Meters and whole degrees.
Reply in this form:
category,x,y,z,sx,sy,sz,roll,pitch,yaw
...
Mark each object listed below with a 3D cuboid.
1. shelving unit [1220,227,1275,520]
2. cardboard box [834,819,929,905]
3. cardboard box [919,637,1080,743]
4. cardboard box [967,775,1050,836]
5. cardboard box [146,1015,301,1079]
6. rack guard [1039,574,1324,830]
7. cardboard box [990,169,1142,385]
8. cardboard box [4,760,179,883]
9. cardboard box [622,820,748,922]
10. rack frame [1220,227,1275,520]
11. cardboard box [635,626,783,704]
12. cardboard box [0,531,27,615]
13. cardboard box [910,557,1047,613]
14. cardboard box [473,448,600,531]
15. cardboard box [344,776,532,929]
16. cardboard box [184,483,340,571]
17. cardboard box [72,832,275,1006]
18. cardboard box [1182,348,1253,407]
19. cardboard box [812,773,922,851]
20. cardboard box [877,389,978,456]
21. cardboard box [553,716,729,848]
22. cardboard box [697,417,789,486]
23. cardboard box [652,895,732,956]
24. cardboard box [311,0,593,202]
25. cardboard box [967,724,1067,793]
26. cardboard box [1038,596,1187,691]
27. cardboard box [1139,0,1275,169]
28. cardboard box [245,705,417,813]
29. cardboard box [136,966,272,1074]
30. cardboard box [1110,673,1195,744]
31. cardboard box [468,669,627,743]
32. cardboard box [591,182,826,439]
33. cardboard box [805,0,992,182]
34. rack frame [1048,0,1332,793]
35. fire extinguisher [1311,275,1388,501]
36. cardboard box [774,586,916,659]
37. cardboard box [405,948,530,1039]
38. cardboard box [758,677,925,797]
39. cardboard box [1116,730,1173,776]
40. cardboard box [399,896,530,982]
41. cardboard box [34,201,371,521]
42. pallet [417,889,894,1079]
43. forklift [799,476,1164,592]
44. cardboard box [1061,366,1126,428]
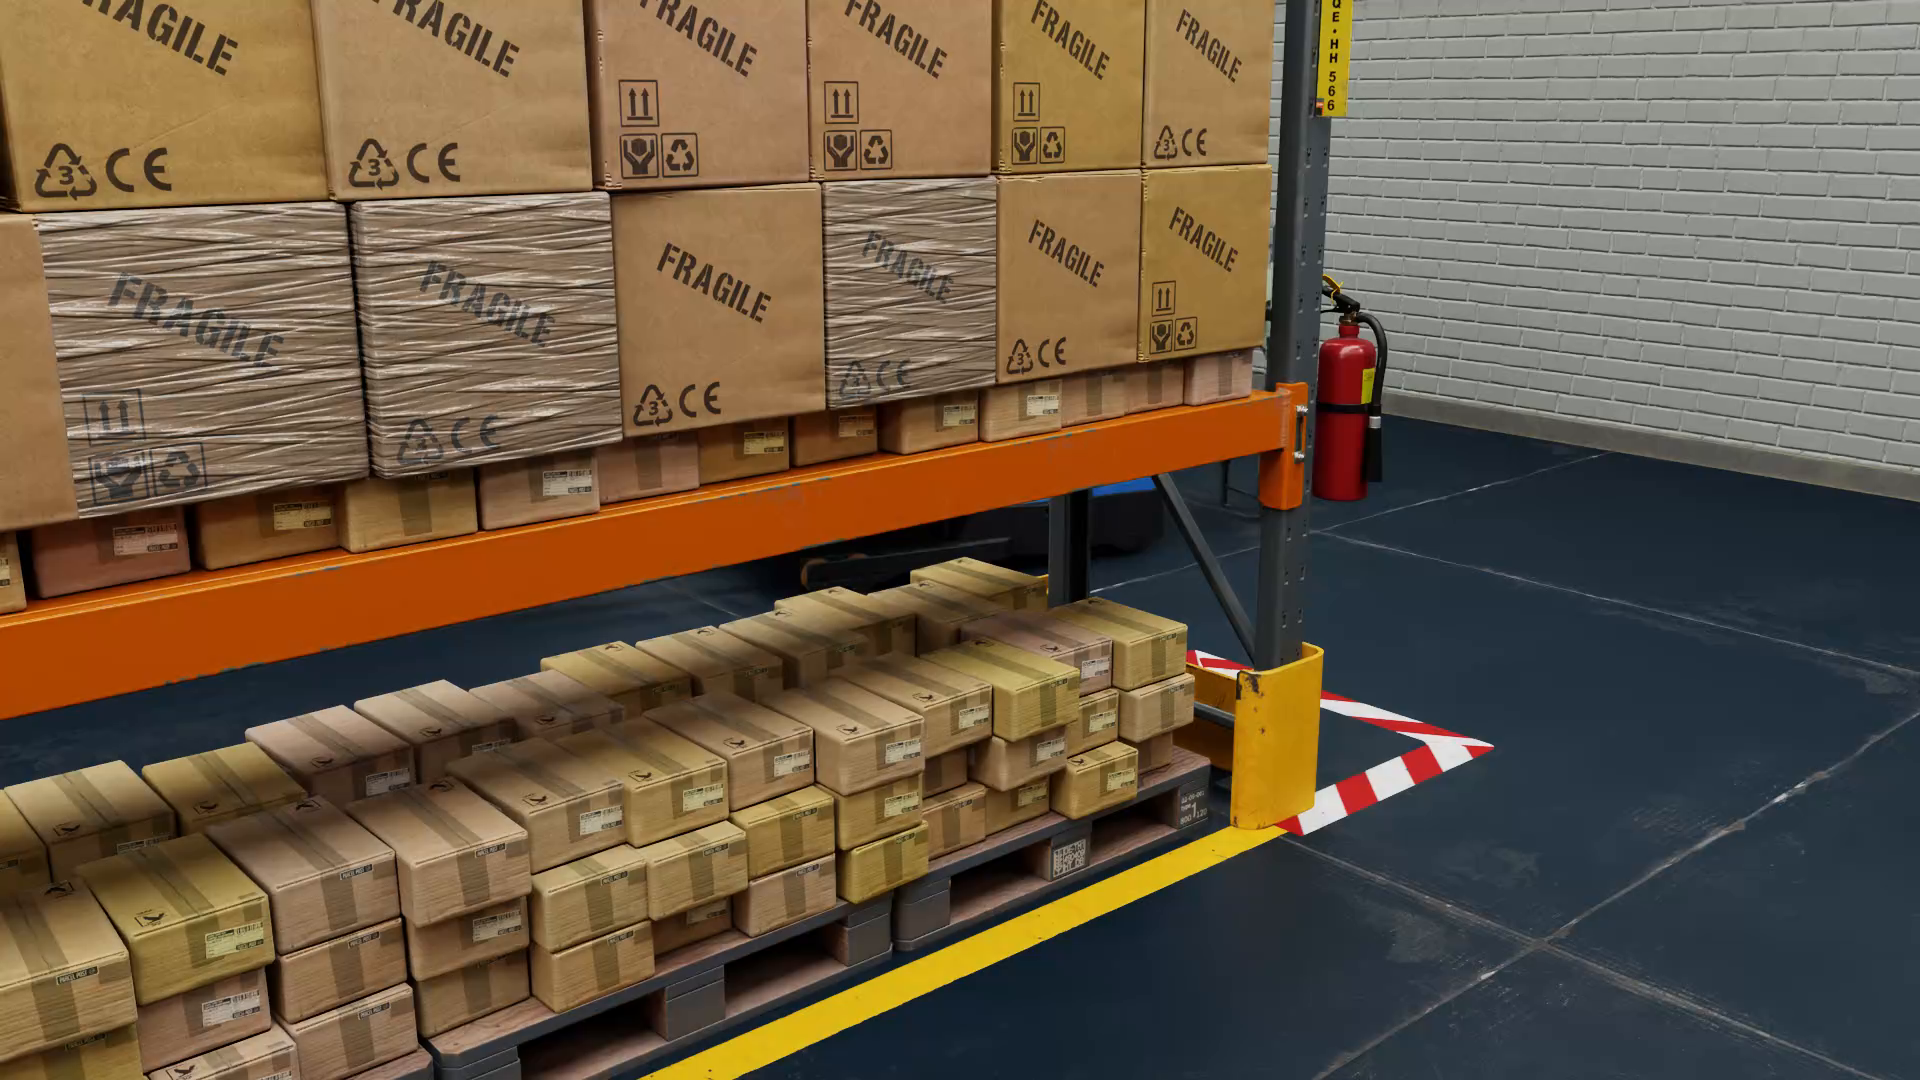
category,x,y,z,sx,sy,sz,roll,pitch,yaw
shelving unit,1.165,-0.832,8.459,0.755,1.500,0.431,-7,16,-24
cardboard box,-0.297,0.768,4.271,0.250,0.149,0.380,-14,20,-42
cardboard box,0.103,0.399,4.501,0.250,0.149,0.380,-13,20,-41
cardboard box,0.032,0.669,4.645,0.250,0.149,0.380,-13,20,-40
cardboard box,-1.502,1.029,3.297,0.250,0.149,0.380,-13,20,-40
rack guard,0.618,0.494,5.433,0.348,0.500,1.175,-13,19,-39
cardboard box,0.114,-0.706,4.312,0.500,0.500,0.500,-13,20,-40
cardboard box,-1.895,0.632,3.628,0.250,0.149,0.380,-13,20,-40
cardboard box,-0.703,0.719,3.878,0.250,0.149,0.380,-12,19,-39
rack frame,1.497,-0.872,8.609,0.023,1.500,0.400,-7,16,-24
cardboard box,-0.694,0.374,4.595,0.250,0.149,0.380,-12,19,-37
cardboard box,-1.767,0.030,2.813,0.250,0.149,0.380,-12,19,-38
cardboard box,0.057,0.183,5.311,0.250,0.149,0.380,-14,20,-42
cardboard box,-0.952,-0.145,3.466,0.250,0.149,0.380,-12,19,-37
cardboard box,-1.113,0.656,3.538,0.250,0.149,0.380,-12,19,-38
cardboard box,-1.392,-0.071,3.189,0.250,0.149,0.380,-14,20,-42
cardboard box,-1.541,0.732,3.254,0.250,0.149,0.380,-13,20,-40
cardboard box,0.615,-0.495,4.778,0.250,0.149,0.380,-13,19,-39
cardboard box,-0.308,0.628,4.222,0.250,0.149,0.380,-12,19,-39
cardboard box,-0.172,-0.328,4.153,0.250,0.149,0.380,-14,20,-42
cardboard box,-0.750,0.560,3.899,0.250,0.149,0.380,-13,19,-39
cardboard box,-0.604,-0.246,3.845,0.250,0.149,0.380,-12,19,-38
cardboard box,-0.756,0.839,4.007,0.250,0.149,0.380,-12,19,-38
cardboard box,-1.060,-0.923,3.187,0.500,0.500,0.500,-12,19,-38
cardboard box,0.074,0.537,4.560,0.250,0.149,0.380,-14,20,-42
cardboard box,0.443,0.299,4.875,0.250,0.149,0.380,-12,19,-39
cardboard box,0.494,-1.276,4.507,0.500,0.500,0.500,-13,20,-40
cardboard box,-1.504,0.540,3.975,0.250,0.149,0.380,-14,20,-42
cardboard box,-1.566,0.874,3.300,0.250,0.149,0.380,-13,20,-40
cardboard box,0.465,0.449,4.891,0.250,0.149,0.380,-13,20,-41
cardboard box,-1.049,0.471,4.233,0.250,0.149,0.380,-13,19,-39
cardboard box,-0.645,-0.536,3.674,0.500,0.500,0.500,-11,19,-37
cardboard box,-0.275,-1.100,3.849,0.500,0.500,0.500,-11,19,-37
rack frame,0.676,-0.727,5.159,0.127,3.000,1.000,-13,19,-39
fire extinguisher,1.169,-0.462,5.040,0.183,0.674,0.296,-13,19,-39
cardboard box,-0.346,0.271,4.982,0.250,0.149,0.380,-13,20,-40
cardboard box,-1.163,0.924,3.690,0.250,0.149,0.380,-14,20,-42
cardboard box,-0.300,0.487,4.172,0.250,0.149,0.380,-12,19,-37
cardboard box,0.415,0.577,4.986,0.250,0.149,0.380,-12,19,-38
cardboard box,-1.138,0.787,3.627,0.250,0.149,0.380,-12,19,-37
cardboard box,-1.434,-0.361,3.020,0.500,0.500,0.500,-13,20,-39
pallet,-0.938,0.970,4.211,1.213,0.211,1.003,-13,19,-39
forklift,-0.572,-1.323,7.523,3.031,2.935,1.130,-7,16,-24
cardboard box,0.224,-0.415,4.478,0.250,0.149,0.380,-13,20,-40
